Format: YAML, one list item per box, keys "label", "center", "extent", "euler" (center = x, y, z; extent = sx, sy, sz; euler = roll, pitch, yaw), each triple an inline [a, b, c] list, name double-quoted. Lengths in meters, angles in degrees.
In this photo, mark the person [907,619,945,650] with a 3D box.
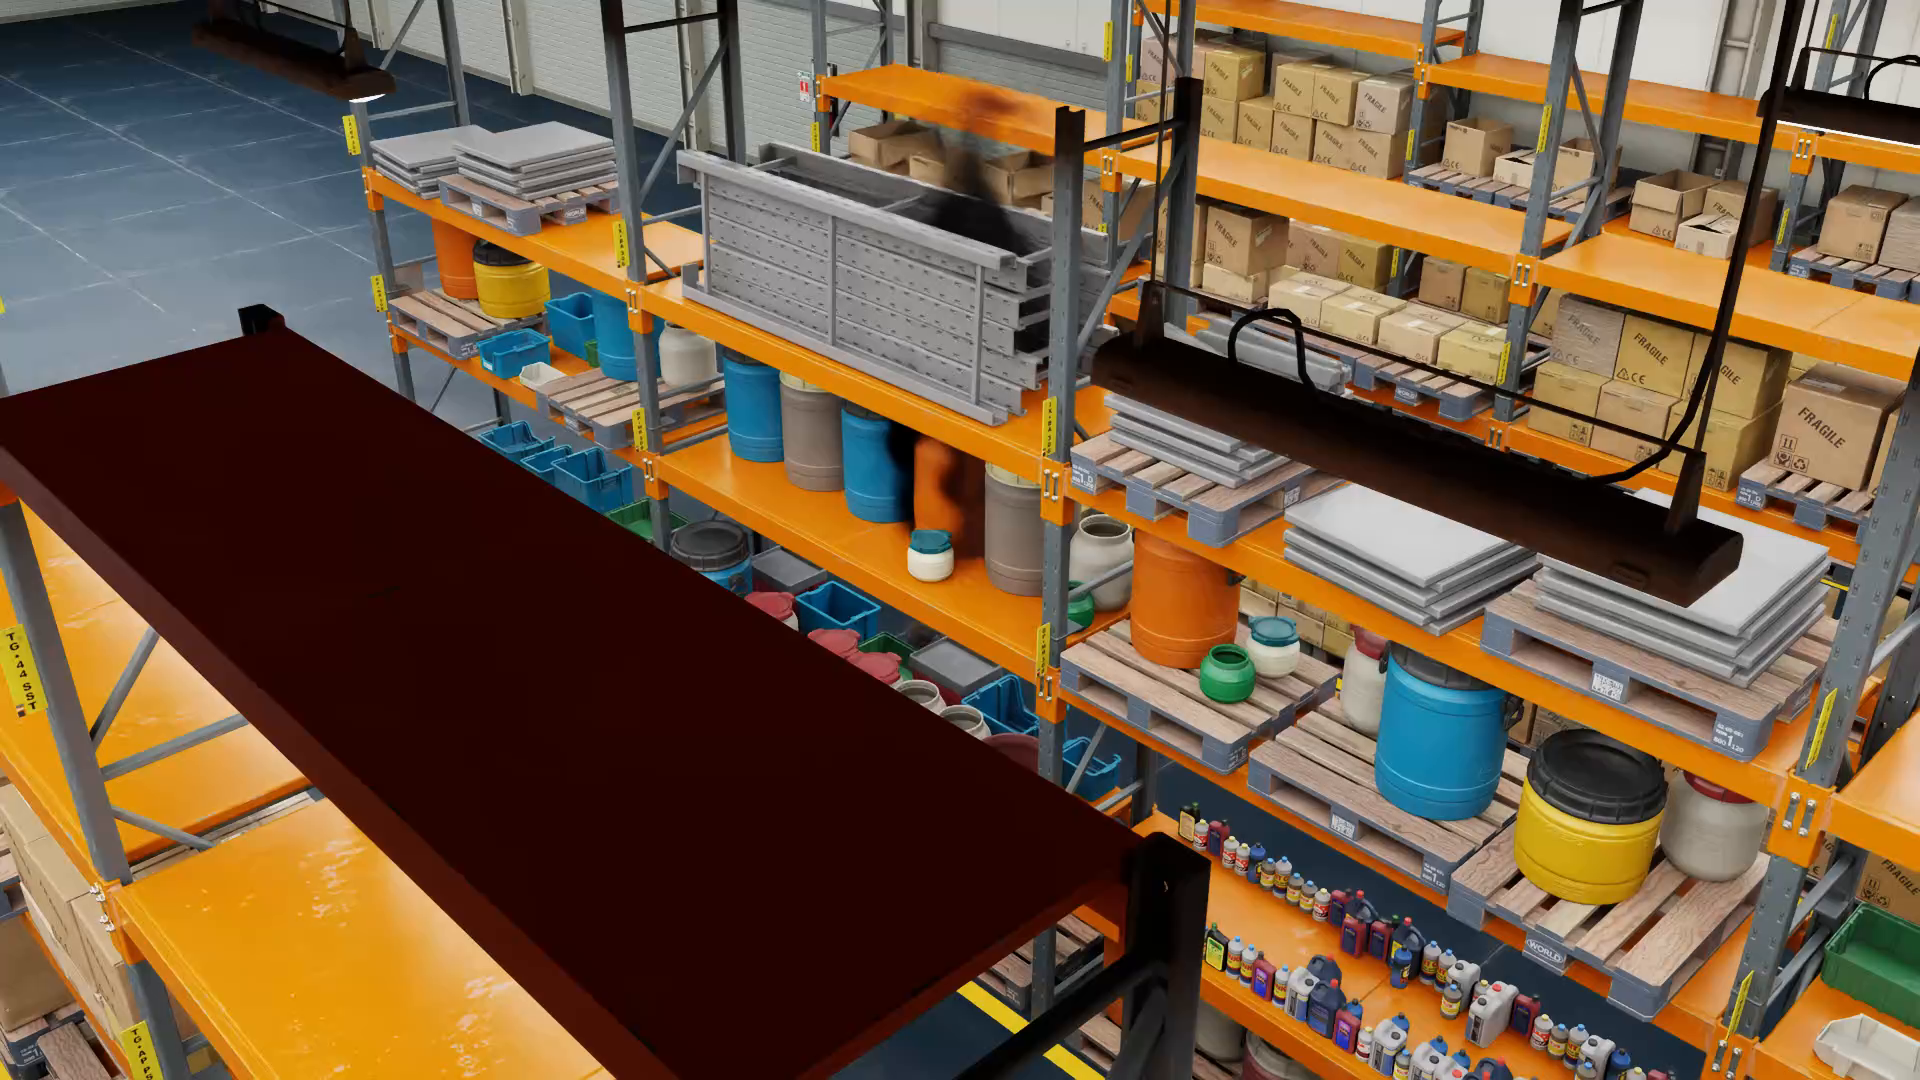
- label: "person"
  center: [-0.149, 0.631, 13.835]
  extent: [0.782, 1.841, 0.627]
  euler: [22, 35, 35]
